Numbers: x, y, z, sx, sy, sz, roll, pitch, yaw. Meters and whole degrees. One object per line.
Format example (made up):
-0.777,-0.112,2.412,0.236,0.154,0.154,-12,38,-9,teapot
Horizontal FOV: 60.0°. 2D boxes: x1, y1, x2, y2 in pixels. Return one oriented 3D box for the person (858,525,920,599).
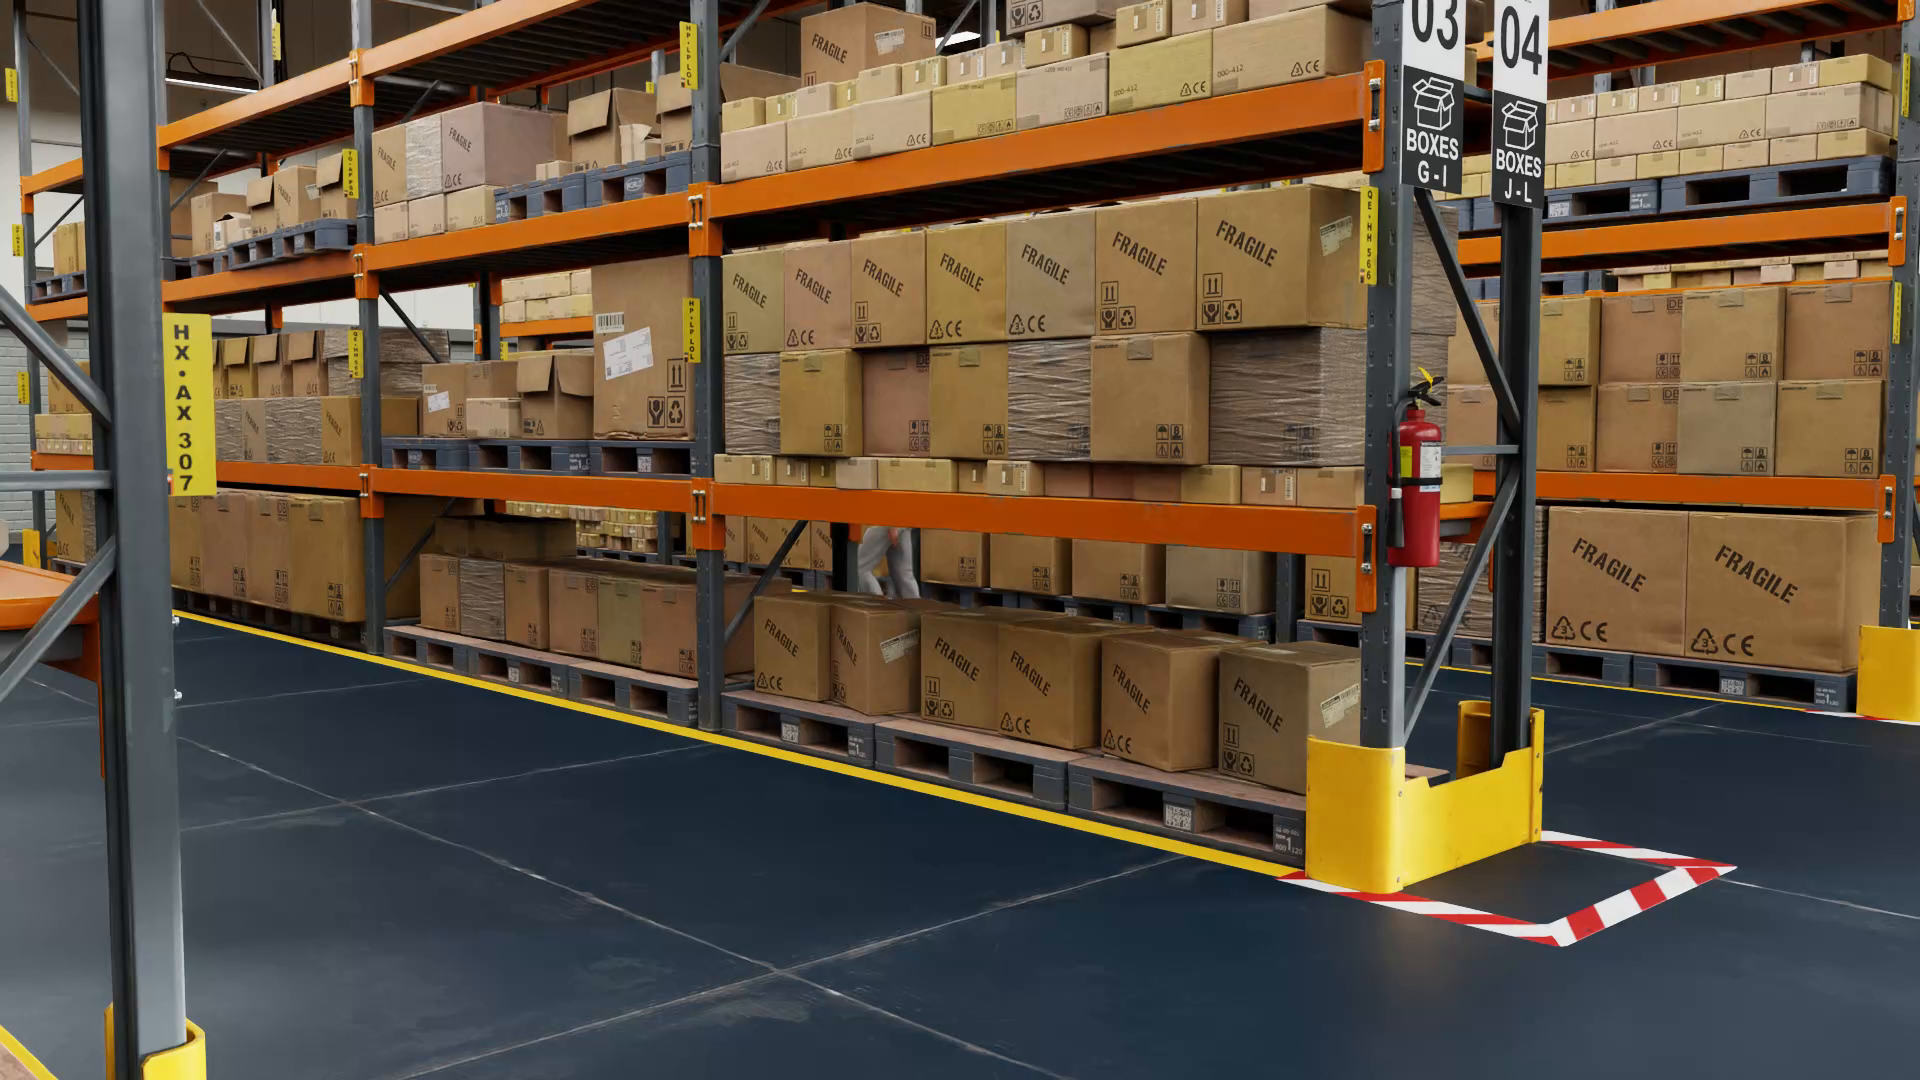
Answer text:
-0.493,-0.072,12.021,0.537,1.676,0.472,1,4,14,person
